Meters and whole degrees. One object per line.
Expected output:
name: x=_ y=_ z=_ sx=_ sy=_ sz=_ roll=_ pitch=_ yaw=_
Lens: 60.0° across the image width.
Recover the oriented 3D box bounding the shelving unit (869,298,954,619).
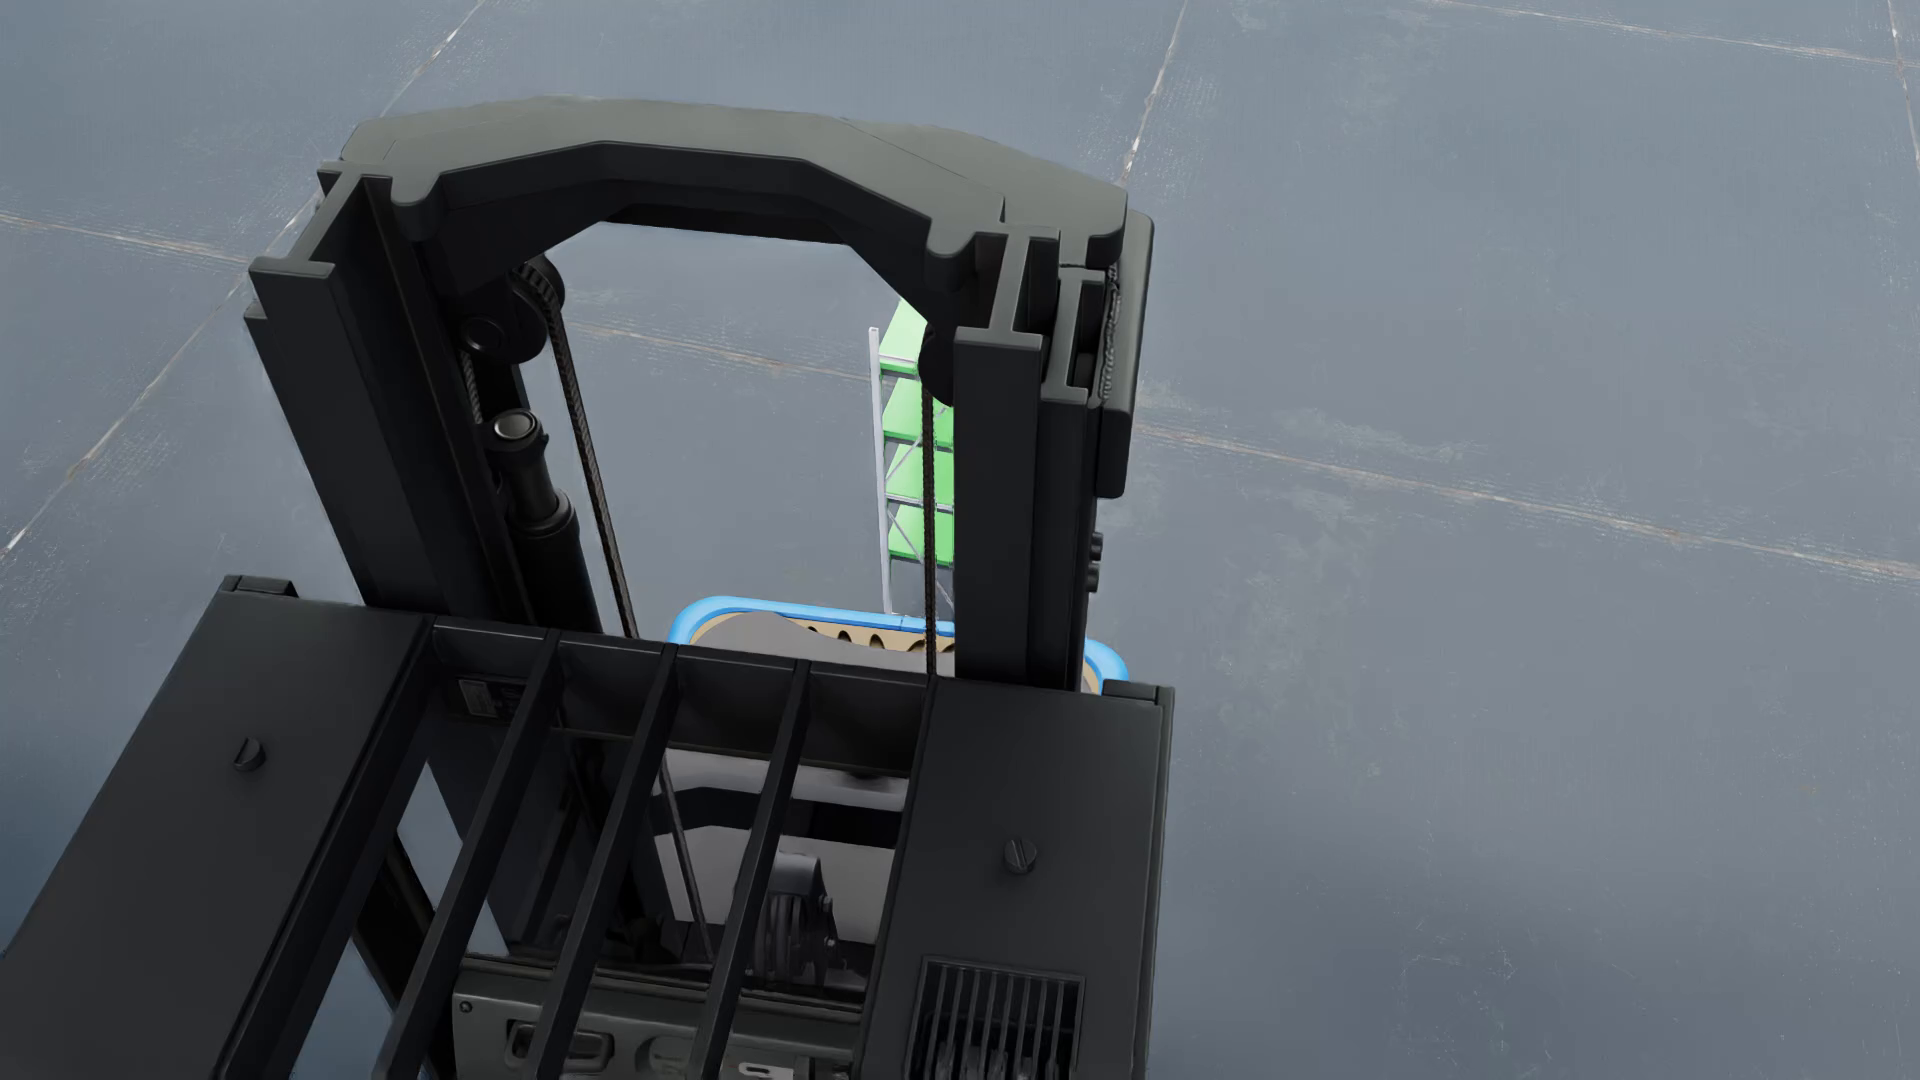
shelving unit: x=-0.044 y=-0.277 z=4.694 sx=0.258 sy=1.200 sz=0.503 roll=12 pitch=50 yaw=10

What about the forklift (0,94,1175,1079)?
forklift: x=-0.348 y=1.004 z=2.409 sx=1.130 sy=2.935 sz=3.031 roll=6 pitch=49 yaw=6

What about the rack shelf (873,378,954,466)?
rack shelf: x=-0.044 y=-0.394 z=4.562 sx=0.258 sy=0.148 sz=0.480 roll=12 pitch=50 yaw=10

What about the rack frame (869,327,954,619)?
rack frame: x=-0.108 y=-0.101 z=4.539 sx=0.240 sy=1.200 sz=0.015 roll=12 pitch=50 yaw=10

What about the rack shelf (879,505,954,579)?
rack shelf: x=-0.044 y=-0.076 z=4.922 sx=0.258 sy=0.148 sz=0.480 roll=12 pitch=50 yaw=10

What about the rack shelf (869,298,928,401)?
rack shelf: x=-0.044 y=-0.553 z=4.383 sx=0.258 sy=0.148 sz=0.480 roll=12 pitch=50 yaw=10

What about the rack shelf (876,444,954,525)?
rack shelf: x=-0.044 y=-0.235 z=4.742 sx=0.258 sy=0.148 sz=0.480 roll=12 pitch=50 yaw=10
